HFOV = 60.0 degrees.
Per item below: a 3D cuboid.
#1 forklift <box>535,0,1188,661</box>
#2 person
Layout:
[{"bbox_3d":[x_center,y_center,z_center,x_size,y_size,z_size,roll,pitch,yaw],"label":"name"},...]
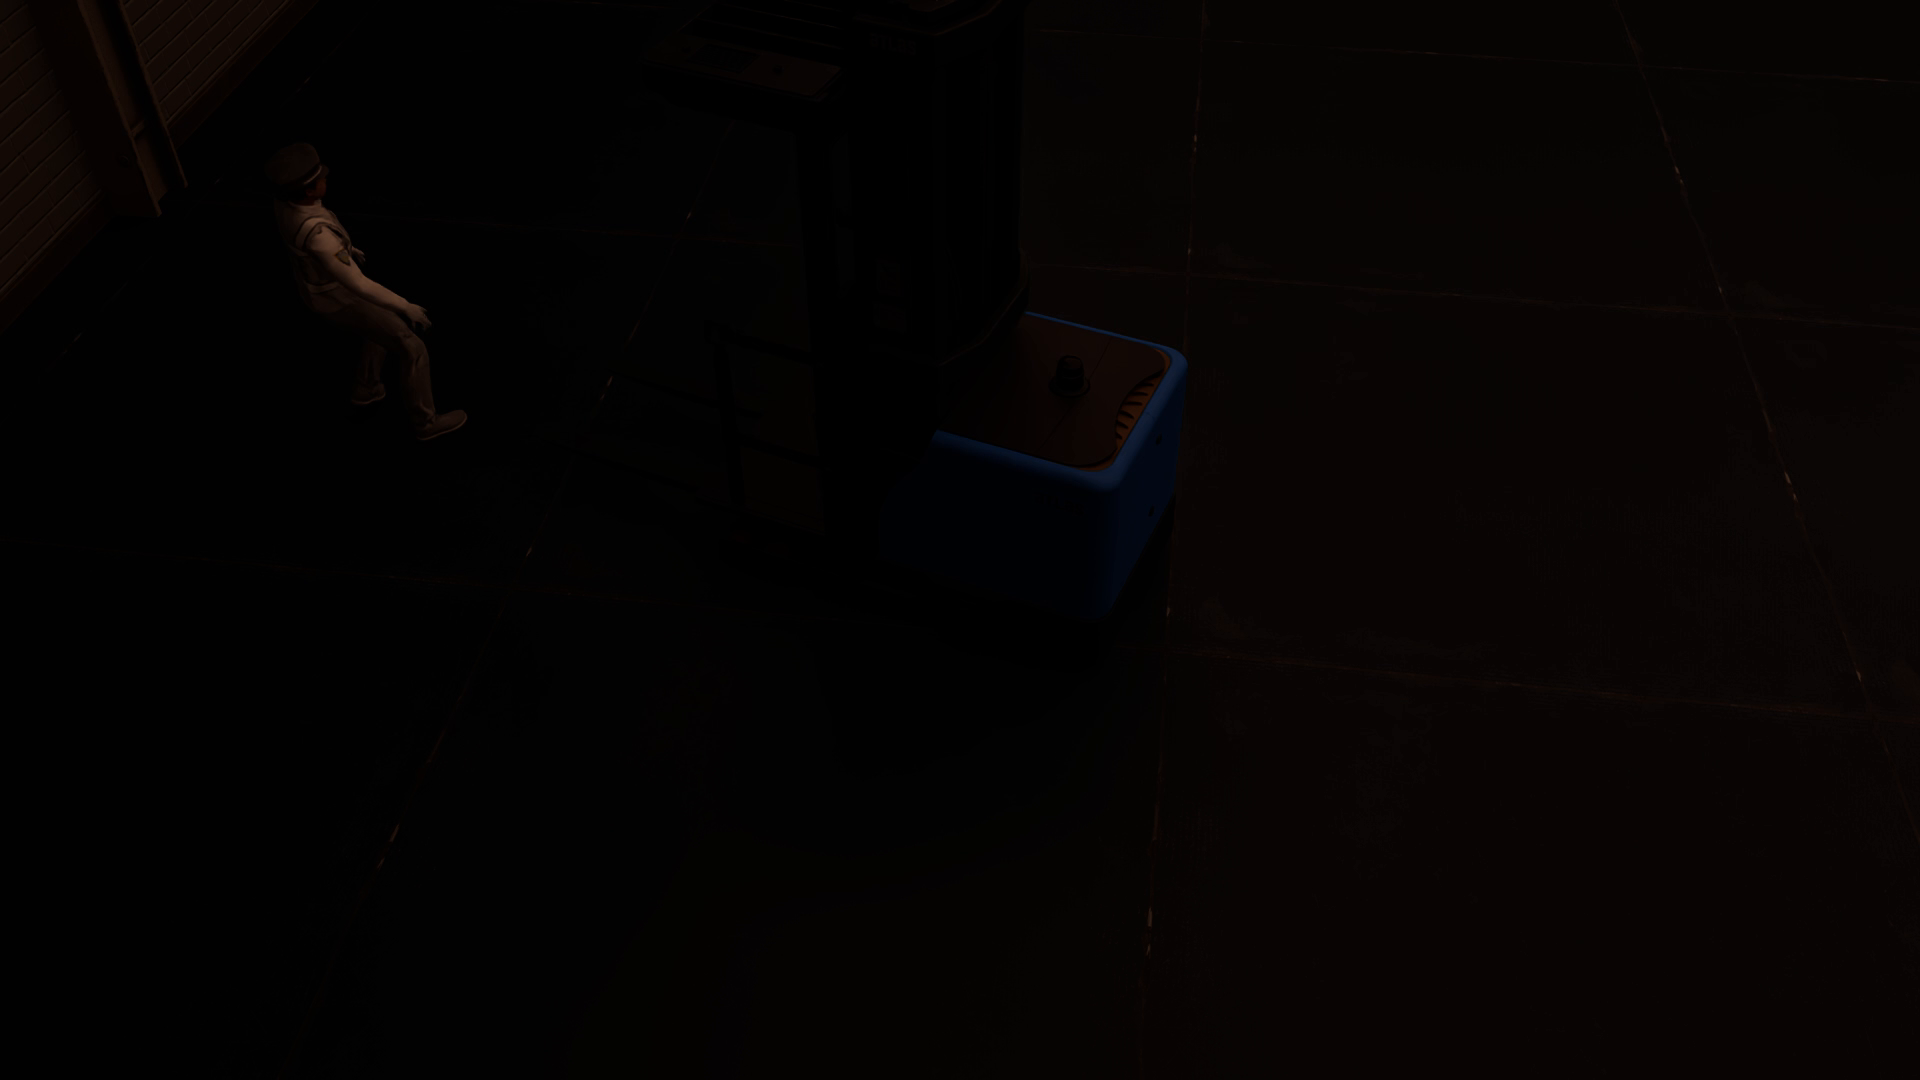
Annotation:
[{"bbox_3d":[-0.562,-1.219,7.051,3.031,2.935,1.130,17,45,17],"label":"forklift"},{"bbox_3d":[-2.884,-1.216,8.038,0.553,1.582,0.716,-26,49,-26],"label":"person"}]
